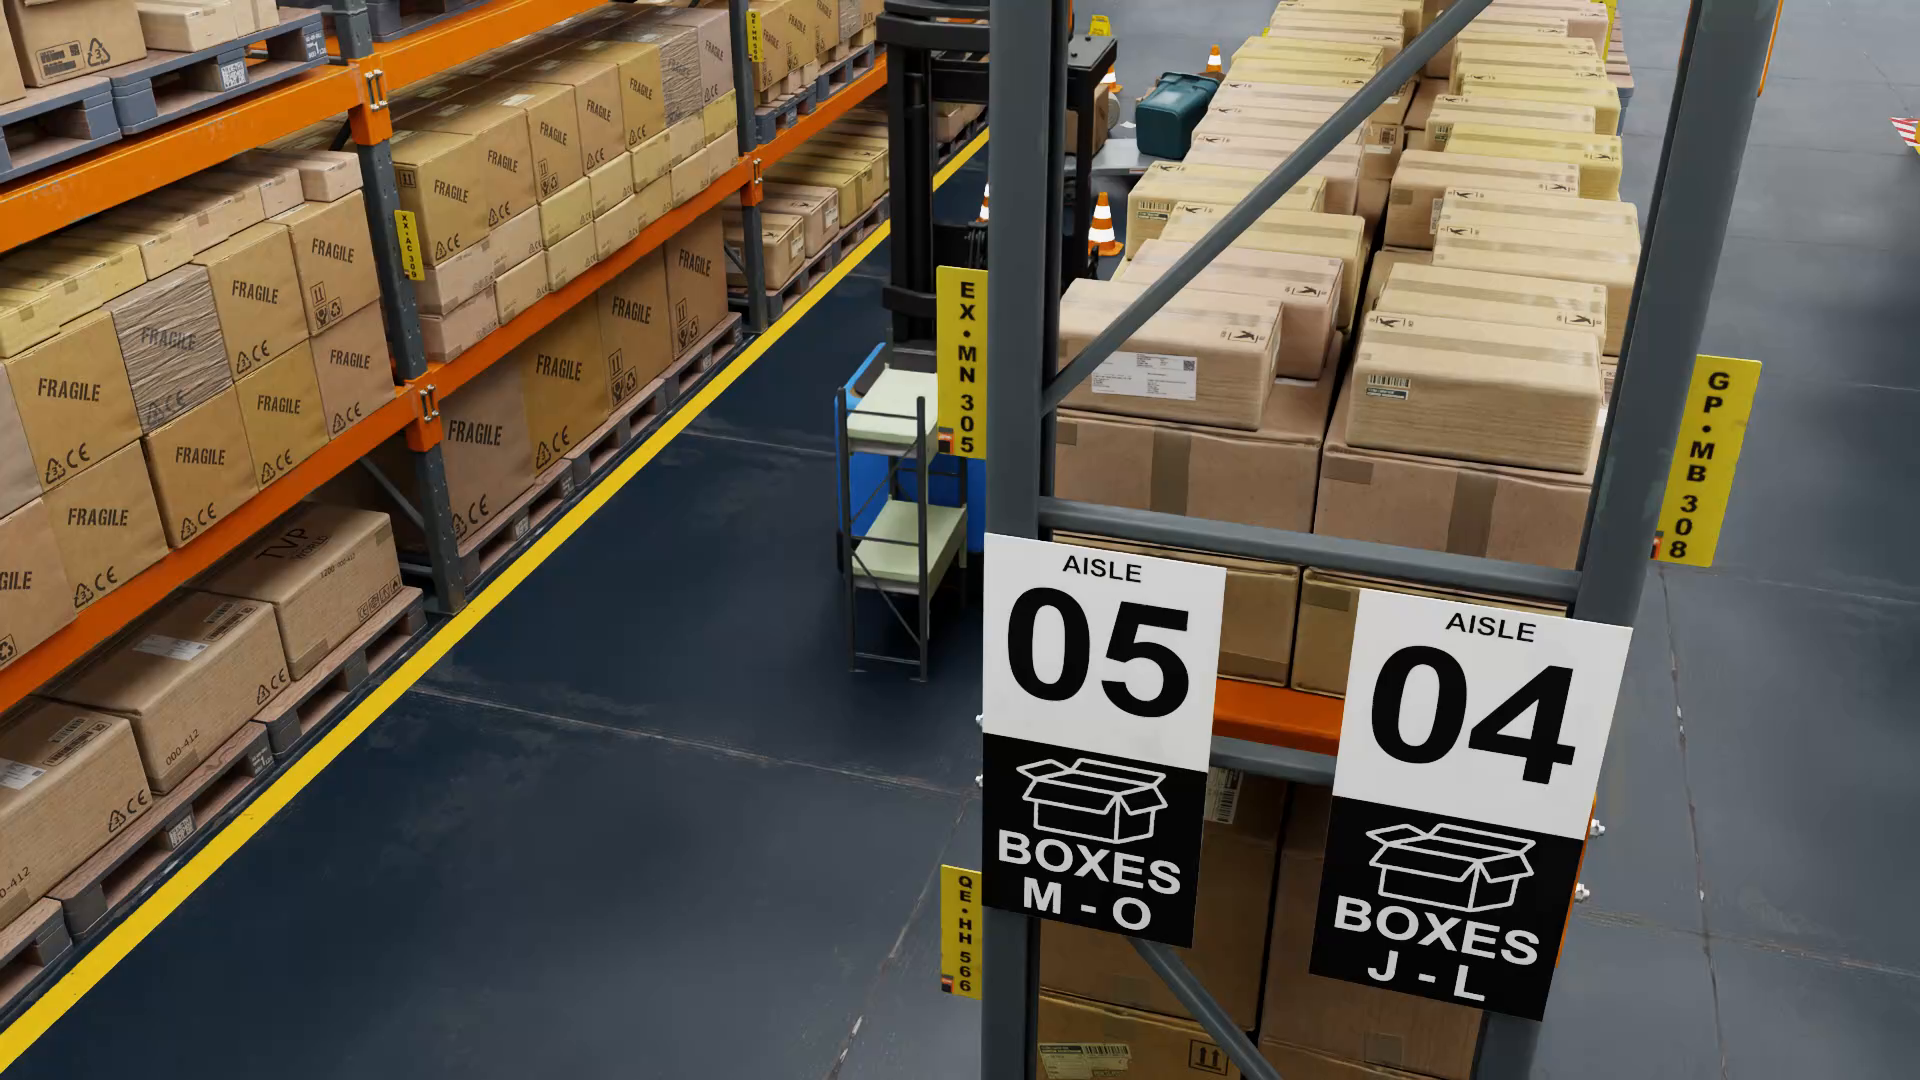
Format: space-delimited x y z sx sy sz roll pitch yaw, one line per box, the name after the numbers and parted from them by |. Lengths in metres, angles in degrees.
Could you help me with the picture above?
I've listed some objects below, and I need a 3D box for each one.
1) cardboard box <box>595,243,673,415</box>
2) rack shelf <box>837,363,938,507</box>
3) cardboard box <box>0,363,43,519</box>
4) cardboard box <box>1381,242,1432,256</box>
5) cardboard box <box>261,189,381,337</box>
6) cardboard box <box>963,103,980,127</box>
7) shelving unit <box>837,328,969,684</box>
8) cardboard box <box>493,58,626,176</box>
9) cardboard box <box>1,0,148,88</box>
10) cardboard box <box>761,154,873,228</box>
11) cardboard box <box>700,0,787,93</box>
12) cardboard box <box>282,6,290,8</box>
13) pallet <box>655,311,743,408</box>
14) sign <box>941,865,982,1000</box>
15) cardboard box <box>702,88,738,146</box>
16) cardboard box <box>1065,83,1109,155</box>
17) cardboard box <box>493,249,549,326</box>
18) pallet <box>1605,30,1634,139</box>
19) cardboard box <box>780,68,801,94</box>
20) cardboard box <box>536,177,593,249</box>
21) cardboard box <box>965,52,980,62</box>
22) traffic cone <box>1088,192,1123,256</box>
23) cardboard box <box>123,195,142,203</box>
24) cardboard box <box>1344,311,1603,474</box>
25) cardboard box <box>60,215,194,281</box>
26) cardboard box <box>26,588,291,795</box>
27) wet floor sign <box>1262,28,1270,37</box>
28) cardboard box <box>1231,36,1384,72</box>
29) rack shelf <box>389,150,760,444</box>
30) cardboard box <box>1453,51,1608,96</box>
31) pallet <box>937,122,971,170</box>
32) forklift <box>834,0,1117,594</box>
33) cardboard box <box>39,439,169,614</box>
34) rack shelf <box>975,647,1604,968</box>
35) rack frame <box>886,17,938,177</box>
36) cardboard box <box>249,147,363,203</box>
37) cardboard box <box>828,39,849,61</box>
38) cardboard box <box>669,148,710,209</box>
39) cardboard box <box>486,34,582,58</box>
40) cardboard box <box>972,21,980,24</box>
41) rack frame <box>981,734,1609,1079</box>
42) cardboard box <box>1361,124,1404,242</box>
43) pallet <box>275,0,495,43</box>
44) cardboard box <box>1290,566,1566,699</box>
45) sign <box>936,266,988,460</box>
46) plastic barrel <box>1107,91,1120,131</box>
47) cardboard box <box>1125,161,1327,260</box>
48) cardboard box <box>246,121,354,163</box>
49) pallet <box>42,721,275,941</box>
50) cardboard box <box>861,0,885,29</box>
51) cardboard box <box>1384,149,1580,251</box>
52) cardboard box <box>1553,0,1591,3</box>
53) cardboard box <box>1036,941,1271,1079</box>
-2.425 -1.403 10.441 0.875 0.875 0.875 9 30 15 | cardboard box
-0.255 -0.506 7.814 0.431 0.370 0.720 7 30 13 | rack shelf
-3.524 -0.298 5.569 0.500 0.500 0.500 8 30 14 | cardboard box
1.225 -0.601 3.799 0.500 0.250 0.500 9 30 15 | cardboard box
-2.926 -1.234 7.252 0.500 0.500 0.500 8 30 14 | cardboard box
-0.126 -4.198 16.106 0.500 0.250 0.500 10 31 18 | cardboard box
-0.255 -0.165 8.004 0.431 1.500 0.755 7 30 13 | shelving unit
-2.229 -2.371 9.295 0.500 0.500 0.500 8 30 14 | cardboard box
-3.416 -1.964 5.969 0.797 0.503 0.637 11 31 19 | cardboard box
-1.265 -2.863 13.583 0.950 0.372 0.625 10 30 17 | cardboard box
-1.524 -3.405 11.444 0.500 0.500 0.500 8 30 13 | cardboard box
-5.815 -4.616 14.103 0.500 0.250 0.500 9 30 16 | cardboard box
-2.181 -1.297 11.365 1.003 0.211 1.213 8 30 15 | pallet
0.012 0.773 3.258 0.100 0.325 0.005 8 30 15 | sign
-1.776 -2.763 10.771 0.500 0.250 0.500 8 30 15 | cardboard box
1.007 -3.729 14.660 0.500 0.500 0.500 8 30 15 | cardboard box
-2.519 -1.354 8.753 0.500 0.250 0.500 8 30 14 | cardboard box
1.993 -1.854 6.604 1.213 0.211 1.003 8 30 15 | pallet
-1.365 -3.317 11.953 0.380 0.149 0.250 7 30 12 | cardboard box
-2.353 -1.807 9.052 0.500 0.250 0.500 9 30 16 | cardboard box
-0.126 -4.526 15.925 0.500 0.500 0.500 10 31 17 | cardboard box
1.142 -2.568 13.390 0.336 0.463 0.334 8 30 15 | traffic cone
-3.487 -1.421 6.920 0.380 0.149 0.250 8 30 14 | cardboard box
0.849 -0.250 2.759 0.380 0.149 0.250 8 30 14 | cardboard box
-3.197 -1.125 6.388 0.380 0.149 0.250 8 30 14 | cardboard box
-3.600 0.616 7.260 0.875 0.438 0.875 8 30 13 | cardboard box
3.348 -5.197 17.928 0.267 0.644 0.232 3 29 6 | wet floor sign
0.962 -1.286 4.621 0.380 0.149 0.250 10 31 17 | cardboard box
-2.464 -1.628 9.830 1.077 0.370 4.000 8 30 15 | rack shelf
1.525 -1.202 4.469 0.380 0.149 0.250 8 30 15 | cardboard box
-0.540 -3.829 15.916 1.003 0.211 1.213 8 30 15 | pallet
0.220 -1.686 9.266 1.130 2.935 3.031 7 30 13 | forklift
-3.391 -0.087 6.219 0.500 0.500 0.500 10 30 17 | cardboard box
1.123 -0.420 4.574 1.077 0.370 4.000 8 30 15 | rack shelf
-0.703 -4.730 14.668 1.000 3.000 0.127 8 30 15 | rack frame
-2.837 -1.588 7.220 0.380 0.149 0.250 8 30 14 | cardboard box
-1.083 -3.814 12.847 0.380 0.149 0.250 9 30 16 | cardboard box
-1.912 -2.294 10.443 0.500 0.250 0.500 9 30 16 | cardboard box
-2.559 -2.688 9.864 0.500 0.500 0.500 9 30 16 | cardboard box
-0.029 -4.848 15.836 0.380 0.149 0.250 10 31 17 | cardboard box
0.536 1.506 3.458 1.000 3.000 0.127 8 30 15 | rack frame
0.889 -0.917 4.367 0.500 0.250 0.500 7 30 13 | cardboard box
-2.829 -2.673 8.080 0.805 0.209 1.217 7 30 13 | pallet
0.912 0.088 3.074 0.500 0.250 0.500 10 30 17 | cardboard box
0.012 -0.280 2.672 0.100 0.325 0.005 8 30 15 | sign
1.312 -4.287 16.522 0.421 0.421 0.512 -17 34 -28 | plastic barrel
0.568 -0.687 3.543 0.380 0.149 0.250 9 30 16 | cardboard box
-3.160 -1.737 8.155 0.500 0.500 0.500 9 30 16 | cardboard box
-3.706 1.117 7.025 1.003 0.211 1.213 8 30 15 | pallet
-0.921 -4.370 13.180 0.500 0.500 0.500 10 30 17 | cardboard box
1.137 -0.729 3.620 0.380 0.149 0.250 9 30 16 | cardboard box
1.812 -1.682 5.333 0.380 0.149 0.250 9 30 16 | cardboard box
0.422 1.087 3.802 0.500 0.500 0.500 9 30 16 | cardboard box
